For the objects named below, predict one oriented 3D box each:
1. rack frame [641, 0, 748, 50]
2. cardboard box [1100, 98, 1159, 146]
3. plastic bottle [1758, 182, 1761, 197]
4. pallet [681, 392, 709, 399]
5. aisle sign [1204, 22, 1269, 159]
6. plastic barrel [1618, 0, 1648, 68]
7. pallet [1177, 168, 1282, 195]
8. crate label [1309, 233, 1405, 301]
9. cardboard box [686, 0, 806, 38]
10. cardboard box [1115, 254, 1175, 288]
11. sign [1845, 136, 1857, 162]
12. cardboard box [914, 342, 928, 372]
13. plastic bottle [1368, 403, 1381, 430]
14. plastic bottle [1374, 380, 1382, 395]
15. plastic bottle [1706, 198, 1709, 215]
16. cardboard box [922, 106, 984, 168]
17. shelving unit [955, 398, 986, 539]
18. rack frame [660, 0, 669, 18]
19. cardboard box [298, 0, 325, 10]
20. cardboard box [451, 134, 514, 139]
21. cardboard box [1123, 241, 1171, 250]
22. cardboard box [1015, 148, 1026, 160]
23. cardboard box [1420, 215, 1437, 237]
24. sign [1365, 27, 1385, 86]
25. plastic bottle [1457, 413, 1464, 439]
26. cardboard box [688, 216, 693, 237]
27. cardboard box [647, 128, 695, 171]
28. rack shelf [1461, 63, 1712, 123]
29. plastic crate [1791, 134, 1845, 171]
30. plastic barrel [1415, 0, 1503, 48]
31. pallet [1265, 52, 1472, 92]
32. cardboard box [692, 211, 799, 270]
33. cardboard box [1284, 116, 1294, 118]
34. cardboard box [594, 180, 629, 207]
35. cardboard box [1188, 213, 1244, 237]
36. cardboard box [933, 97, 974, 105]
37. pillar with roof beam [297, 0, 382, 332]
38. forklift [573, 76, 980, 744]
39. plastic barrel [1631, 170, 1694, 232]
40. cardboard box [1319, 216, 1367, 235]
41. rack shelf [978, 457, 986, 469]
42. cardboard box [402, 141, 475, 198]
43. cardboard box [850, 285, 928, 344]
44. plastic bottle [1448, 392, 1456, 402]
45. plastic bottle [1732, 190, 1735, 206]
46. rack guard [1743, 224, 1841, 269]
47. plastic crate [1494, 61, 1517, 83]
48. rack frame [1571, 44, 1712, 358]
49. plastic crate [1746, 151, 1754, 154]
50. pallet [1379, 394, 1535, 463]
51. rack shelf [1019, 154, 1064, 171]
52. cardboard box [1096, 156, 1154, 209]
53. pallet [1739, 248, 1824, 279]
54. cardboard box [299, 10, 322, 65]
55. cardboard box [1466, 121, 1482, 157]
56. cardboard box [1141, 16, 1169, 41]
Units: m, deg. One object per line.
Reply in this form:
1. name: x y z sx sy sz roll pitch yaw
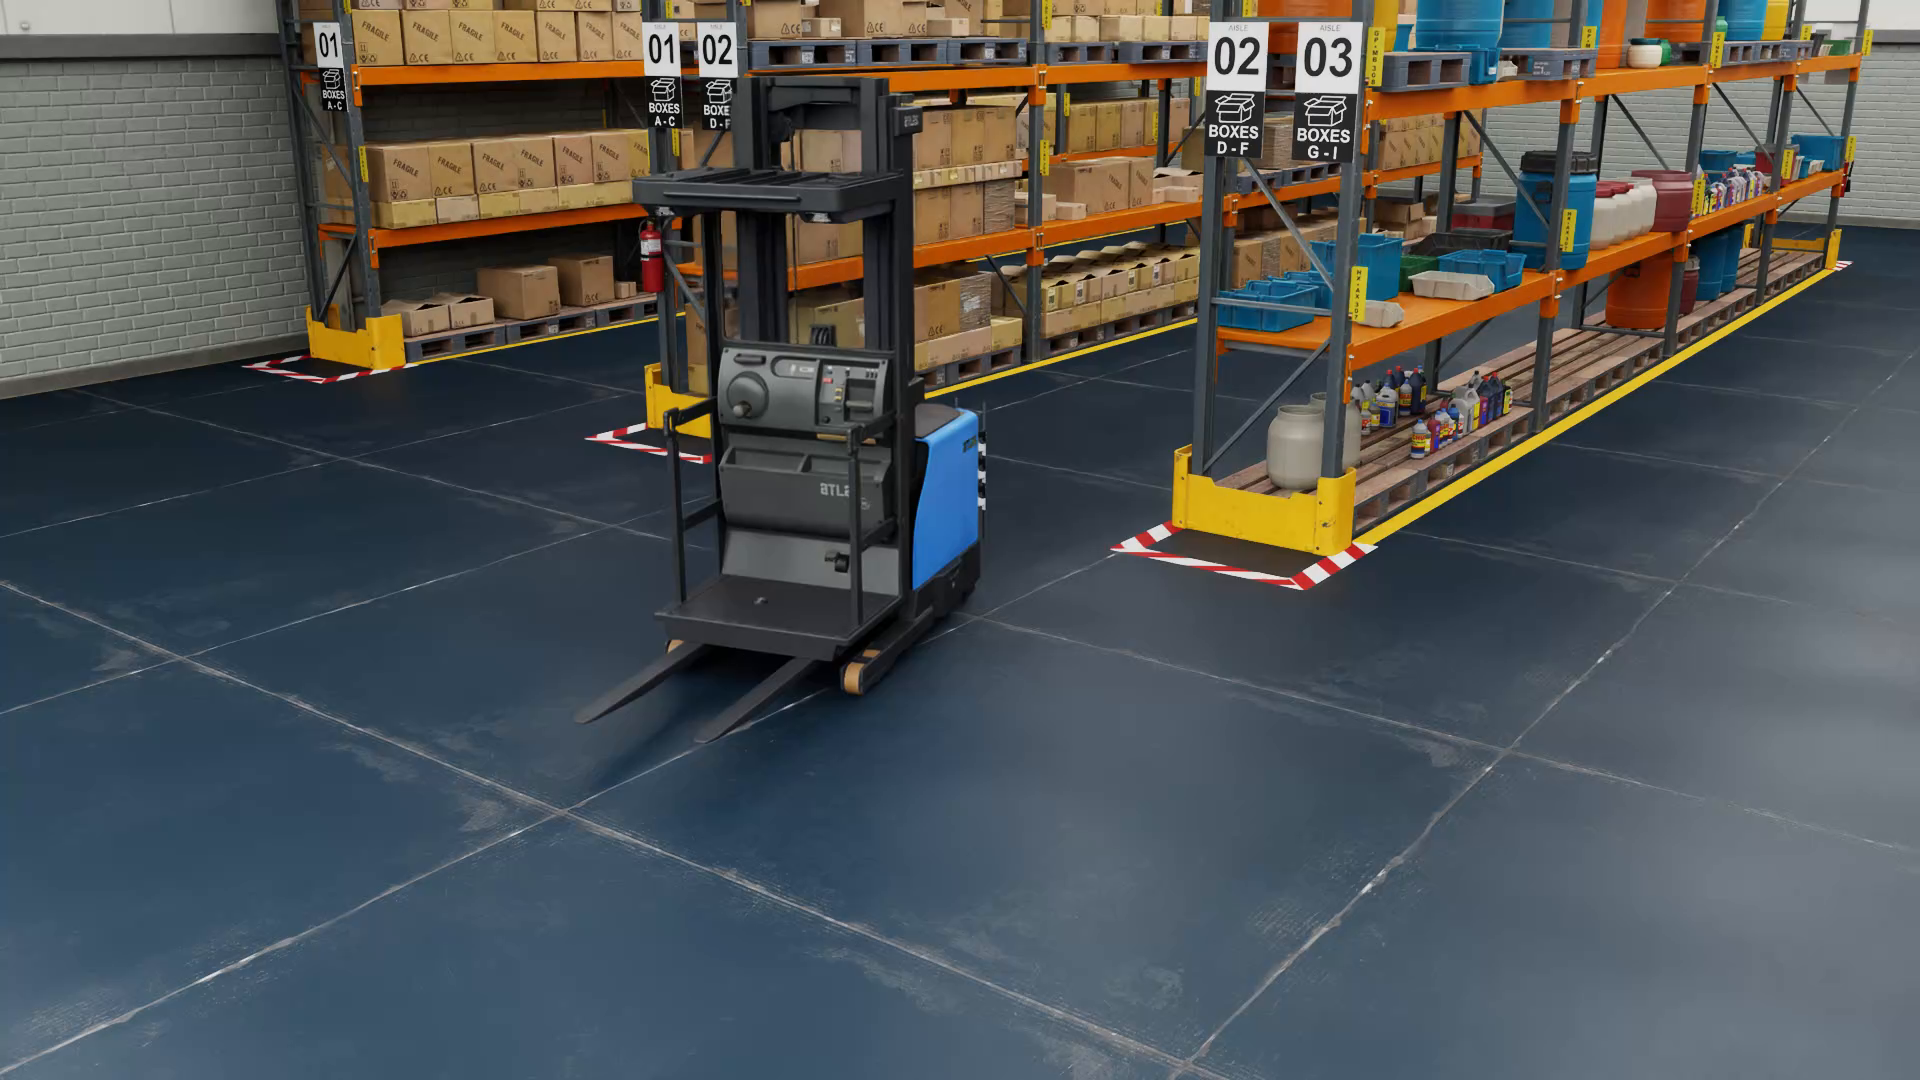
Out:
1. rack frame: -2.028 -5.183 12.260 1.000 3.000 0.127 12 21 35
2. cardboard box: 2.804 -6.848 27.232 0.980 0.700 0.700 12 21 34
3. plastic bottle: 9.076 -4.021 18.971 0.097 0.201 0.097 0 17 0
4. pallet: -1.606 -1.176 14.174 1.003 0.211 1.213 12 21 35
5. aisle sign: 1.666 -2.719 10.057 0.394 0.787 0.004 12 21 35
6. plastic barrel: 6.051 -4.862 15.439 0.600 0.901 0.600 0 17 0
7. pallet: 3.086 -4.306 19.874 1.213 0.211 1.003 12 21 35
8. crate label: 2.827 -1.945 11.889 0.502 0.435 0.616 12 21 35
9. cardboard box: -1.682 -4.203 13.045 0.797 0.503 0.637 14 22 38
10. cardboard box: 2.017 -2.966 18.218 0.500 0.311 0.500 12 21 34
11. sign: 11.933 -5.237 22.275 0.100 0.325 0.005 12 21 35
12. cardboard box: -0.635 -1.651 14.930 0.500 0.250 0.500 12 21 35
13. plastic bottle: 3.164 -0.948 12.715 0.097 0.201 0.097 0 17 0
14. plastic bottle: 3.273 -1.111 13.103 0.061 0.283 0.133 14 22 37
15. plastic bottle: 7.678 -3.463 17.172 0.097 0.201 0.097 0 17 0
16. cardboard box: -0.204 -3.711 15.278 0.700 0.500 0.500 12 21 35
17. shelving unit: 0.005 -0.432 10.617 0.258 0.900 0.210 12 21 35
18. rack frame: -3.625 -7.010 18.144 1.000 3.000 0.127 12 21 35
19. cardboard box: -5.962 -5.309 15.834 0.500 0.500 0.500 14 22 37
20. cardboard box: -4.986 -4.000 17.522 0.500 0.500 0.500 13 21 35
21. cardboard box: 2.191 -3.306 19.313 0.500 0.311 0.500 13 22 37
22. cardboard box: 0.735 -5.618 24.167 0.380 0.149 0.250 12 21 35
23. cardboard box: 6.789 -4.632 24.495 0.500 0.250 0.500 12 21 35
24. sign: 2.387 -2.780 9.566 0.100 0.325 0.005 12 21 35
25. plastic bottle: 3.724 -0.870 12.465 0.097 0.201 0.097 0 17 0
26. cardboard box: -2.940 -3.803 20.142 0.500 0.250 0.500 12 21 34
27. cardboard box: -3.295 -4.518 19.325 0.700 0.500 0.500 12 21 35
28. rack shelf: 5.523 -3.960 14.592 1.077 0.370 4.000 12 21 35
29. plastic crate: 11.432 -5.185 22.223 0.616 0.435 0.499 12 21 35
30. plastic barrel: 3.652 -4.049 12.112 0.600 0.901 0.708 12 21 35
31. pallet: 2.519 -2.964 10.490 1.003 0.211 1.213 12 21 35
32. cardboard box: -1.739 -2.475 13.486 0.700 0.500 0.500 12 21 35
33. cardboard box: 4.660 -5.351 22.040 0.700 0.500 0.500 5 18 16
34. cardboard box: -3.967 -3.799 18.140 0.500 0.250 0.500 13 21 35
35. cardboard box: 3.138 -3.876 20.376 0.500 0.250 0.500 13 22 37
36. cardboard box: -0.150 -5.966 22.928 0.500 0.250 0.500 13 21 35
37. pillar with roof beam: -2.829 -5.616 13.656 9.100 9.000 0.400 12 21 35
38. forklift: -0.876 -0.766 8.267 1.130 2.935 3.031 6 18 20
39. plastic barrel: 6.681 -3.248 15.916 0.600 0.536 0.708 12 21 35
40. cardboard box: 5.058 -4.024 22.118 0.500 0.500 0.500 12 21 34
41. rack shelf: 0.005 -0.486 10.600 0.258 0.077 0.200 12 21 35
42. cardboard box: -5.180 -3.665 16.442 0.500 0.500 0.500 12 21 35
43. cardboard box: -0.634 -2.009 14.818 0.500 0.500 0.500 12 21 35
44. plastic bottle: 3.775 -0.992 12.720 0.061 0.283 0.133 12 21 35
45. plastic bottle: 8.339 -3.727 18.023 0.097 0.201 0.097 0 17 0
46. rack guard: 11.485 -4.067 22.997 1.175 0.500 0.348 12 21 35
47. plastic crate: 3.700 -3.247 11.529 0.243 0.136 0.396 12 21 35
48. rack frame: 6.715 -3.347 16.464 1.000 3.000 0.127 12 21 35
49. plastic crate: 10.678 -5.044 22.109 0.416 0.233 0.300 12 21 35
50. pallet: 3.898 -0.910 13.318 1.003 0.211 1.213 12 21 35
51. rack shelf: -0.050 -5.231 23.742 1.077 0.370 4.000 12 21 35
52. cardboard box: 1.752 -3.869 17.975 0.500 0.500 0.500 11 20 32
53. pallet: 10.959 -3.731 22.403 1.003 0.211 1.213 12 21 35
54. cardboard box: -5.963 -4.826 15.967 0.500 0.500 0.500 14 22 39
55. cardboard box: 7.457 -6.022 24.908 0.500 0.500 0.500 13 22 36
56. cardboard box: 1.866 -5.404 17.576 0.500 0.250 0.500 12 21 34
